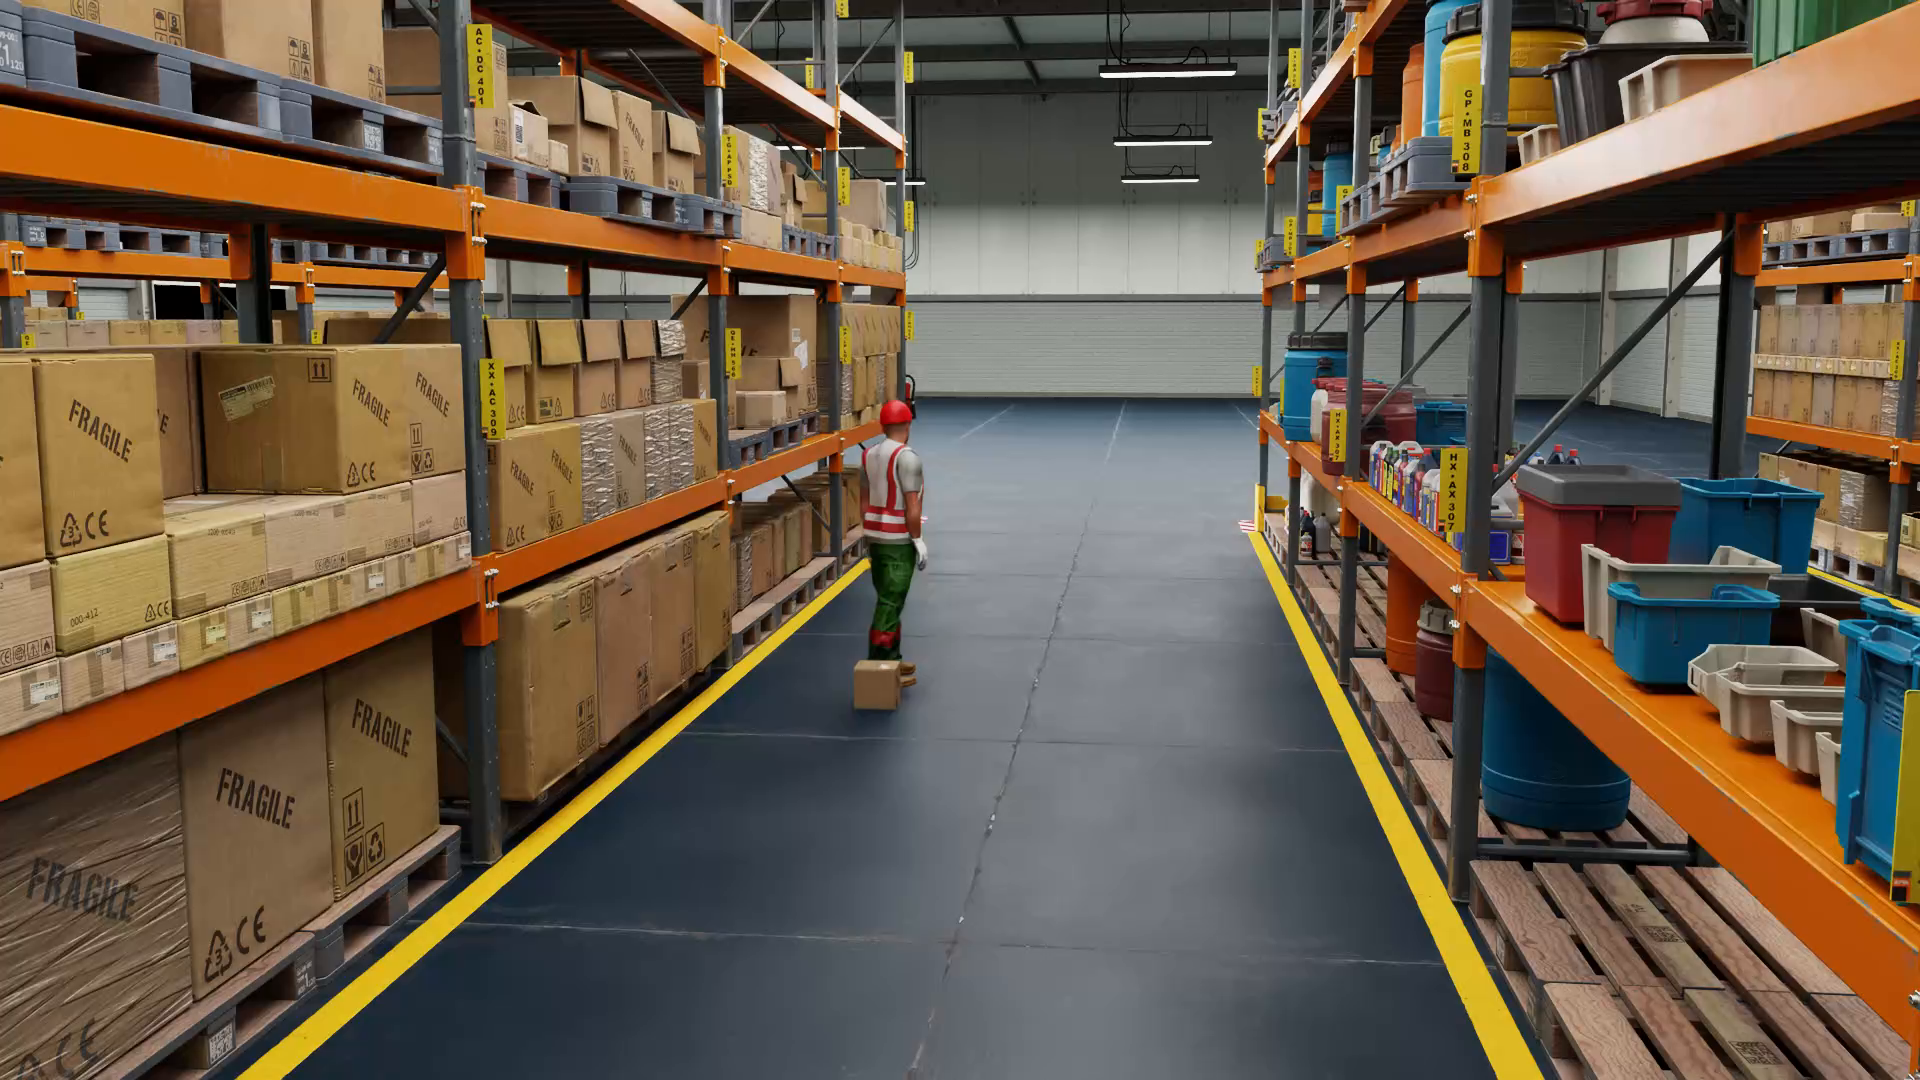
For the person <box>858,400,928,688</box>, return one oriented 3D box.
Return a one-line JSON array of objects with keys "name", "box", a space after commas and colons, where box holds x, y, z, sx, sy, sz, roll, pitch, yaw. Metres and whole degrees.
[{"name": "person", "box": [-0.410, 0.016, 10.481, 0.531, 1.792, 0.564, -5, 9, -34]}]
